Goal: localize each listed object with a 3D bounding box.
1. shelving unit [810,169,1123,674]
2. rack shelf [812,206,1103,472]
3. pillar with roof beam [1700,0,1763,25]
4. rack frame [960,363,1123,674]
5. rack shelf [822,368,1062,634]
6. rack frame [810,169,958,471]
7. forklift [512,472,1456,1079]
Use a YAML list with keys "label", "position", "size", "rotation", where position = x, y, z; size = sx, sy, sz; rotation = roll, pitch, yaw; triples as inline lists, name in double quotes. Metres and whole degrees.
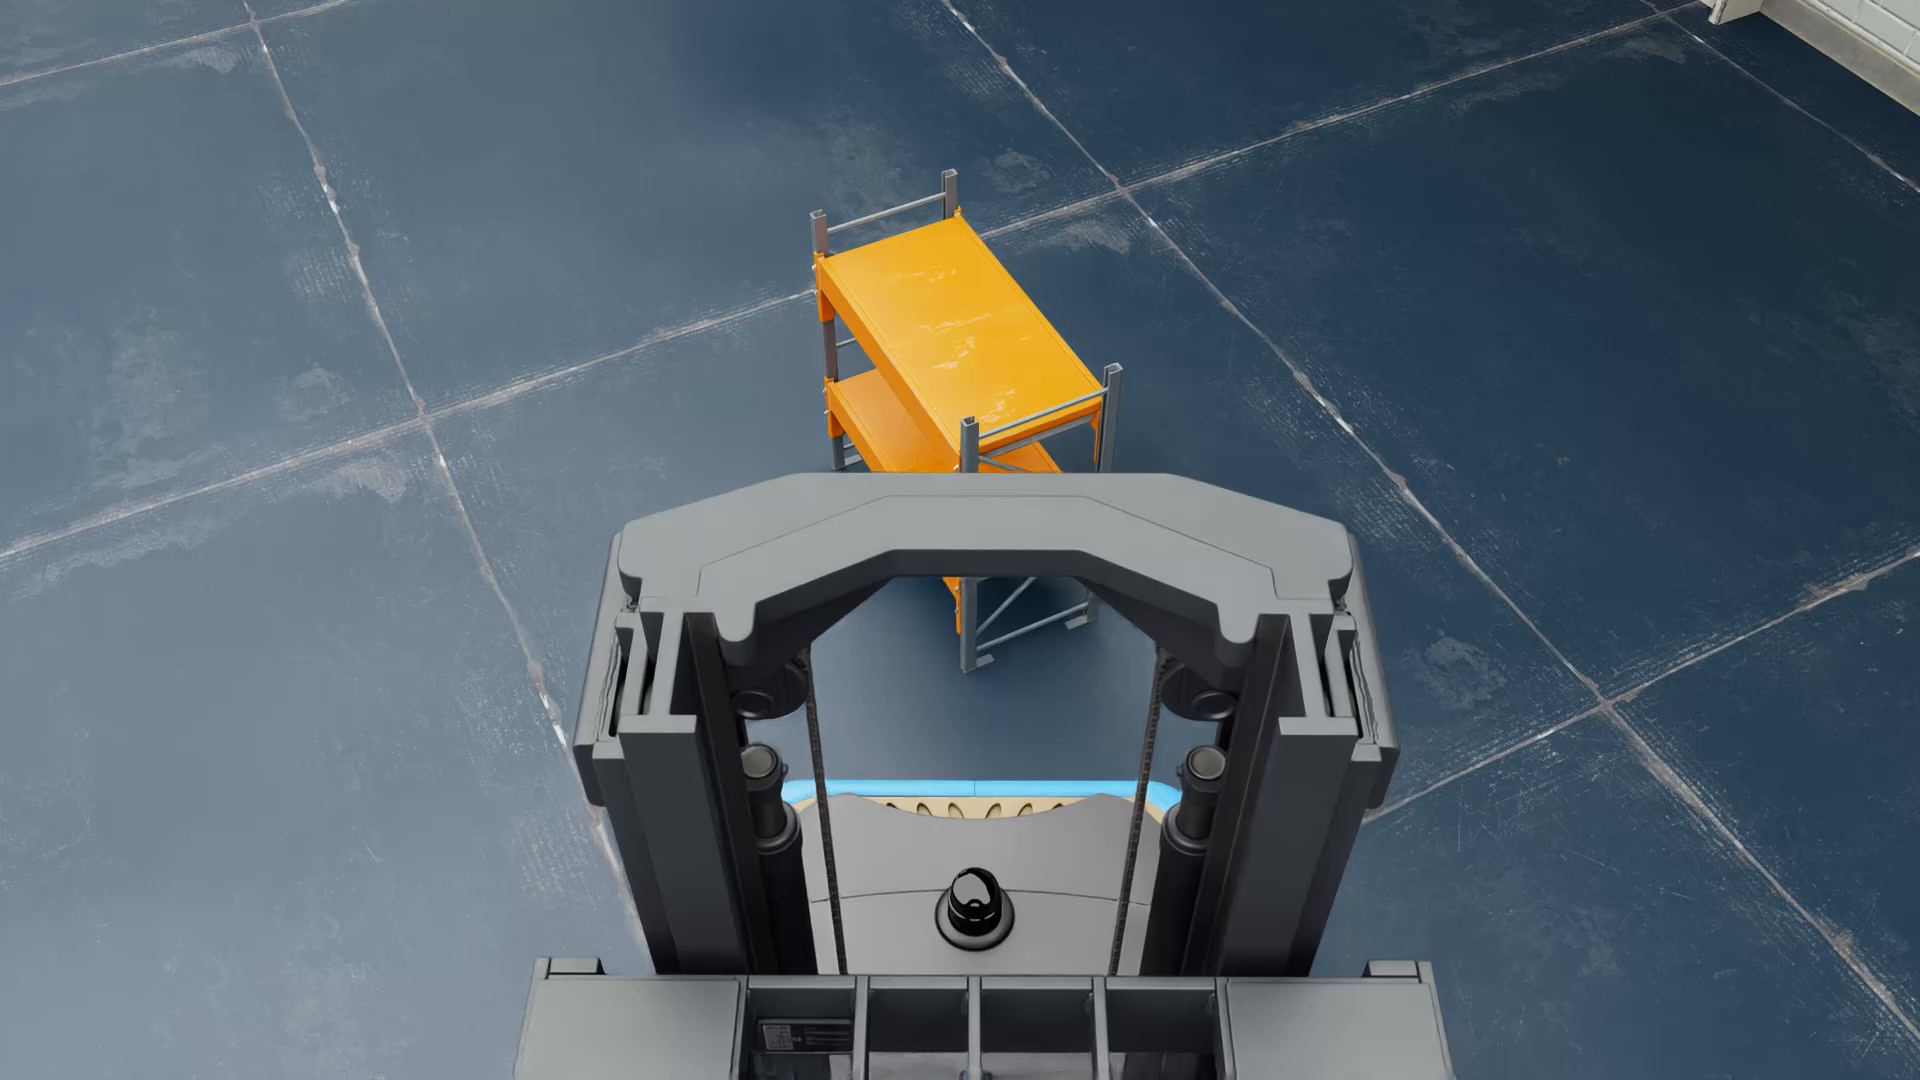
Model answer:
- label: "shelving unit"
  position: [-0.003, -0.375, 5.331]
  size: [0.538, 1.125, 1.048]
  rotation: [-21, 52, -18]
- label: "rack shelf"
  position: [-0.003, -0.568, 5.110]
  size: [0.538, 0.278, 1.000]
  rotation: [-21, 52, -18]
- label: "pillar with roof beam"
  position: [-0.196, -4.107, 3.364]
  size: [9.100, 9.000, 0.400]
  rotation: [-21, 52, -18]
- label: "rack frame"
  position: [0.230, -0.035, 5.033]
  size: [0.500, 1.125, 0.032]
  rotation: [-21, 52, -18]
- label: "rack shelf"
  position: [-0.003, -0.214, 5.515]
  size: [0.538, 0.278, 1.000]
  rotation: [-21, 52, -18]
- label: "rack frame"
  position: [-0.236, -0.715, 5.628]
  size: [0.500, 1.125, 0.032]
  rotation: [-21, 52, -18]
- label: "forklift"
  position: [0.027, 1.410, 2.569]
  size: [1.130, 2.935, 3.031]
  rotation: [0, 49, 0]
